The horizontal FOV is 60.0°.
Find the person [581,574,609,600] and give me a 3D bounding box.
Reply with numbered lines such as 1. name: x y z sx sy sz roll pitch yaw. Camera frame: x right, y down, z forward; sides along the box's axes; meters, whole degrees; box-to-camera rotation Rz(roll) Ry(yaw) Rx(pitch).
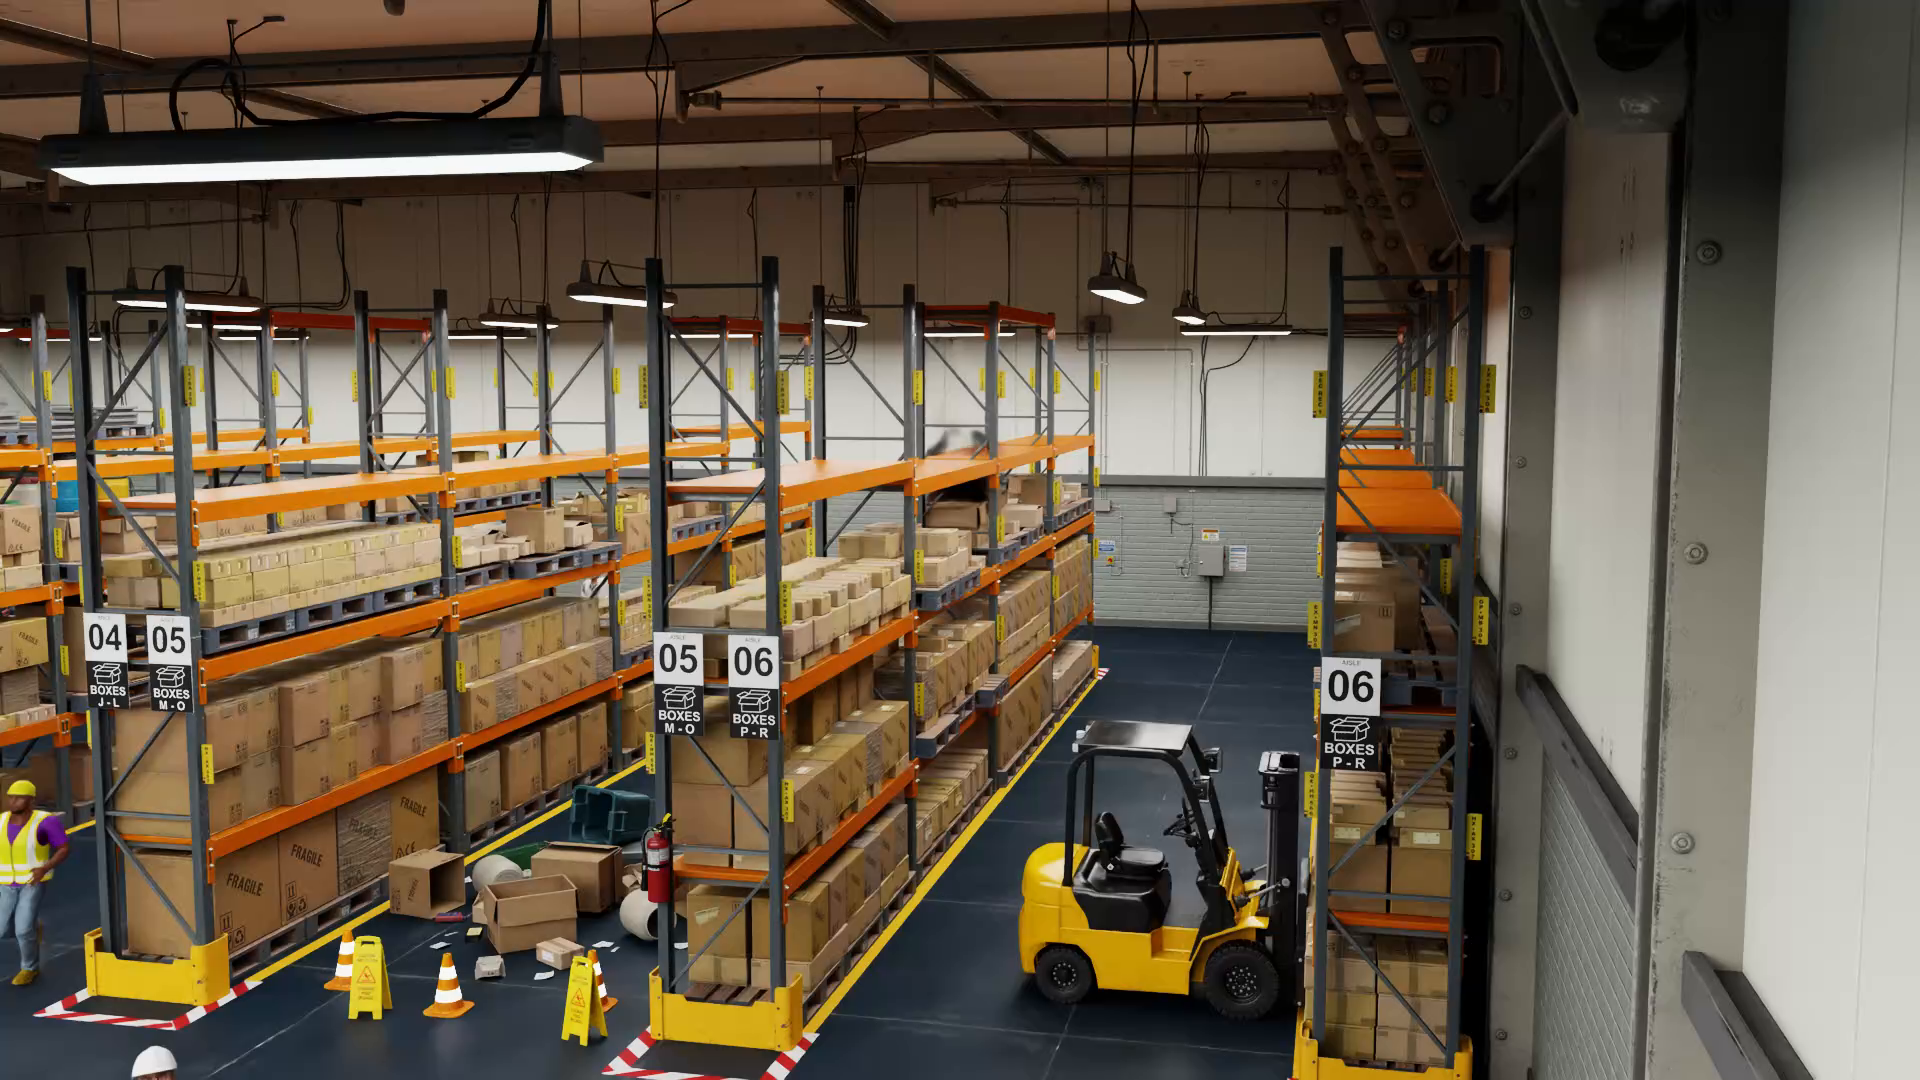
1. person: -6.357 1.263 29.342 0.738 1.671 0.825 0 6 3

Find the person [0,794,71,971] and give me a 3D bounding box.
1. person: -7.948 2.873 14.142 0.700 1.614 0.535 0 6 1

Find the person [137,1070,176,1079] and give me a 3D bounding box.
1. person: -4.151 3.046 8.480 0.730 0.843 0.611 -3 6 -25
